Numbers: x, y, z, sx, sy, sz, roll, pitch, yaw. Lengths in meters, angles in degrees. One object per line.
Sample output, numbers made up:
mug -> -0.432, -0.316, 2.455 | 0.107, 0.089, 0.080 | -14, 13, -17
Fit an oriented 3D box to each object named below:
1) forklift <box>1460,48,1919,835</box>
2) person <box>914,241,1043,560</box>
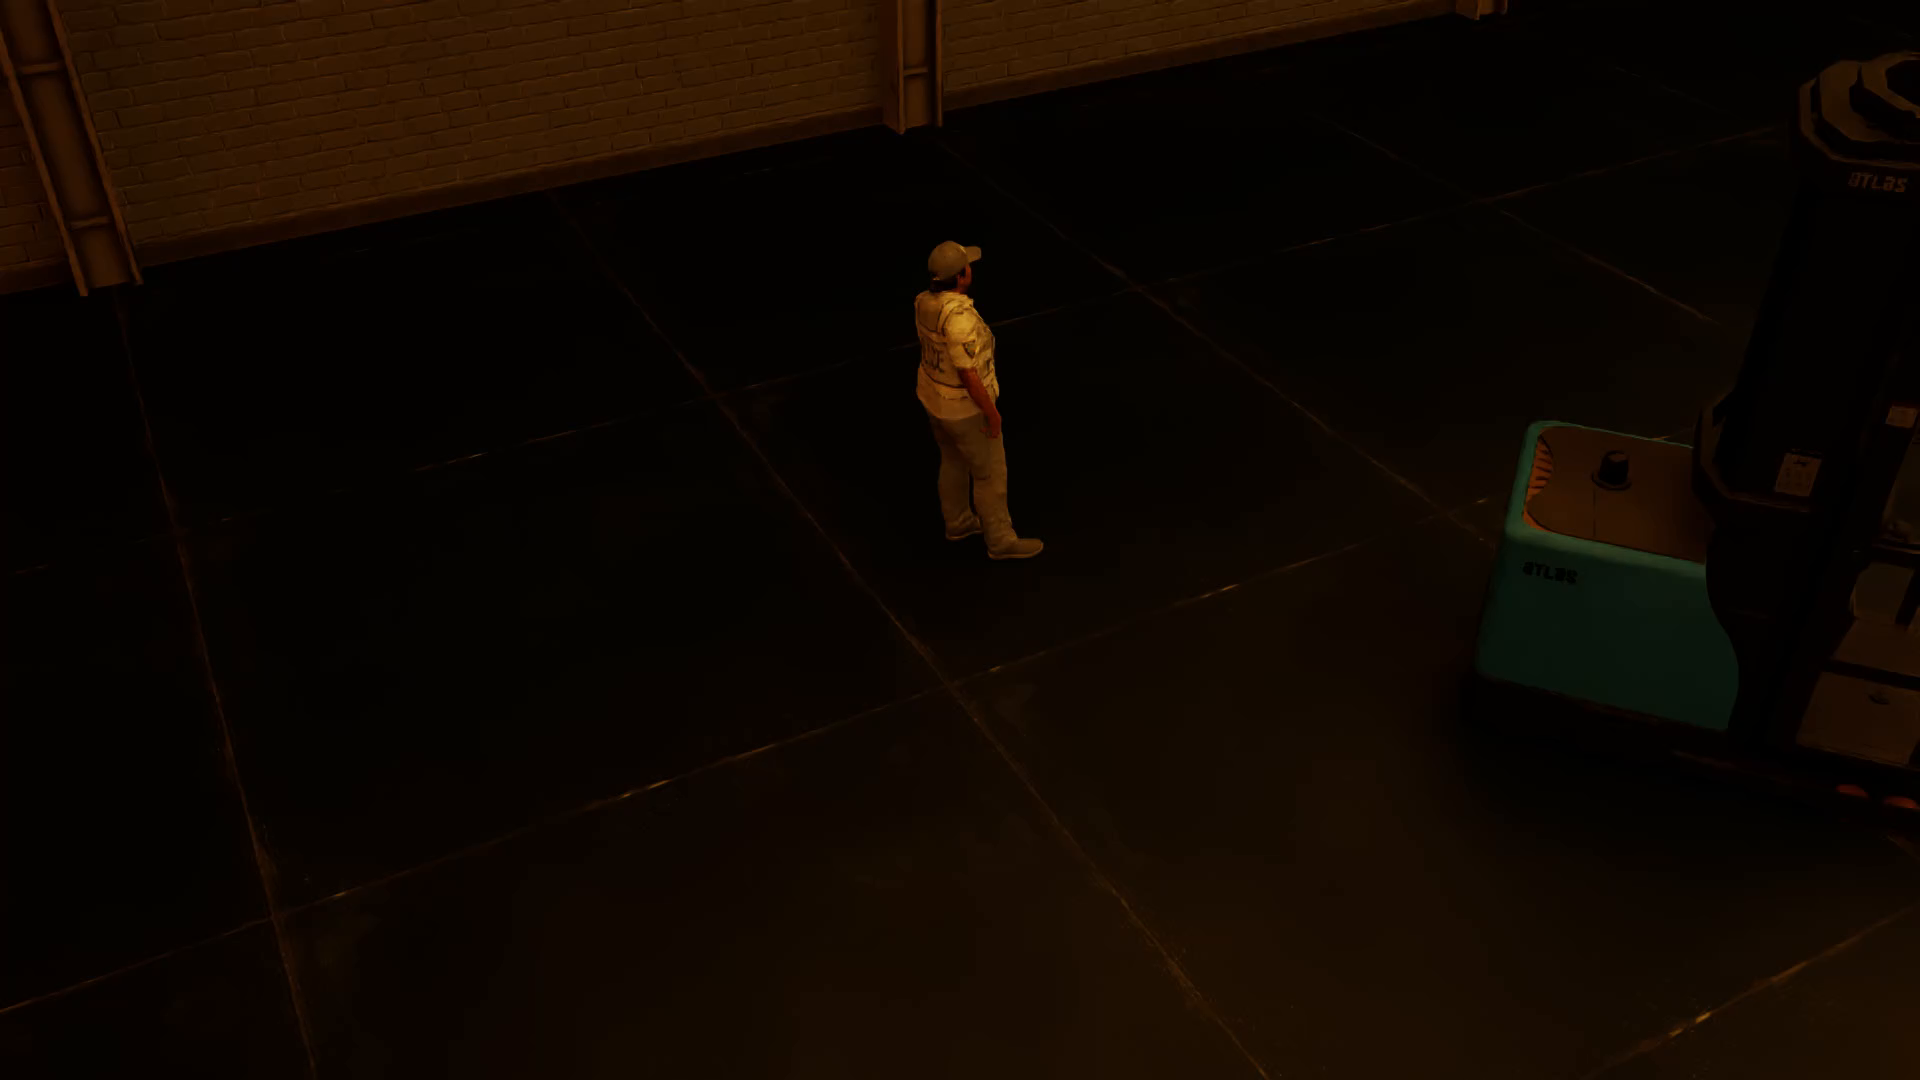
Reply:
forklift -> 3.824, -0.317, 6.571 | 3.031, 2.935, 1.130 | 13, 37, 17
person -> 0.078, -0.696, 8.190 | 0.529, 1.669, 0.598 | -17, 39, -23
